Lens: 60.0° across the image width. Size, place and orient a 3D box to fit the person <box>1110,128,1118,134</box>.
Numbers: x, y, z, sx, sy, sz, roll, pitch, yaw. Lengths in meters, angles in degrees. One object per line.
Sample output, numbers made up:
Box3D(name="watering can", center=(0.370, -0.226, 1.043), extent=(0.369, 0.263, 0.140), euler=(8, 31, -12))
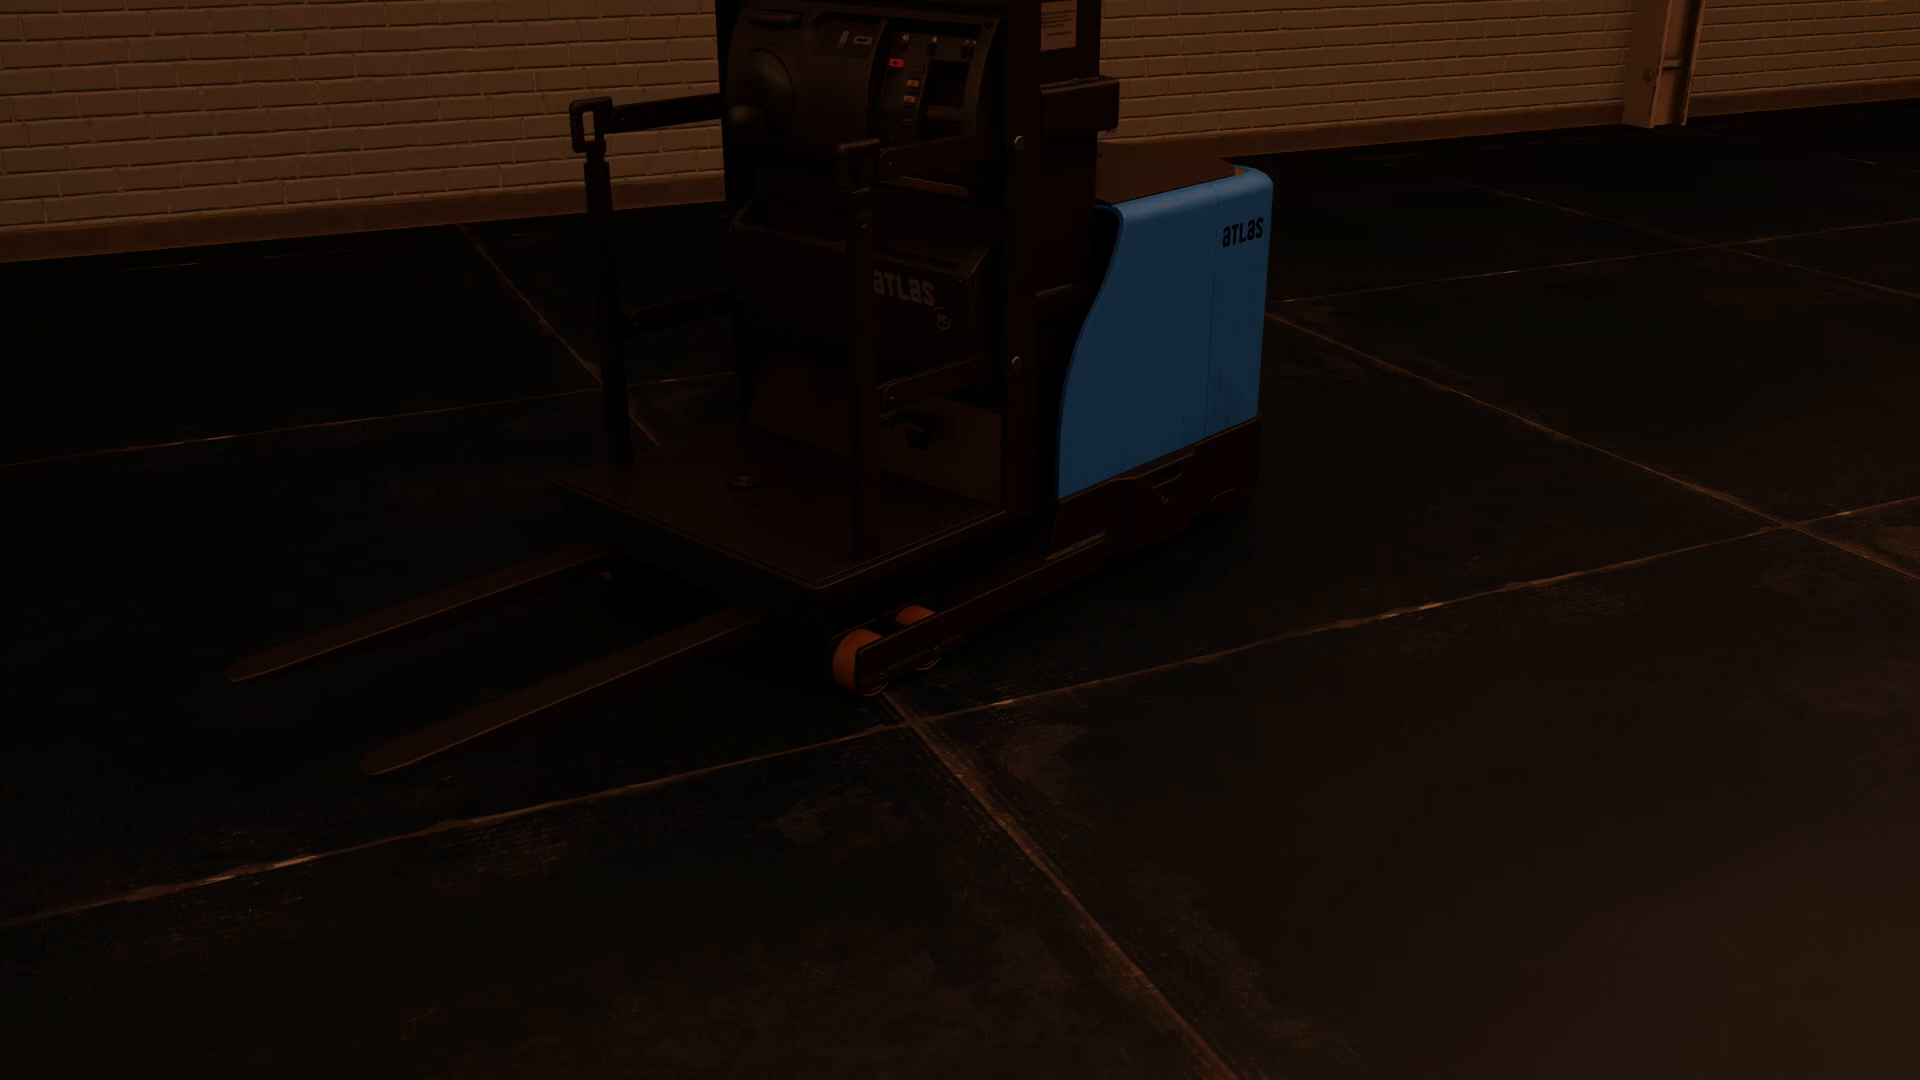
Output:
Box3D(name="person", center=(0.134, -1.622, 7.094), extent=(1.100, 1.481, 0.850), euler=(0, 23, 1))

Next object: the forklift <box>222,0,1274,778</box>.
Box3D(name="forklift", center=(-0.413, -1.182, 4.131), extent=(1.130, 2.935, 3.031), euler=(19, 29, 39))
